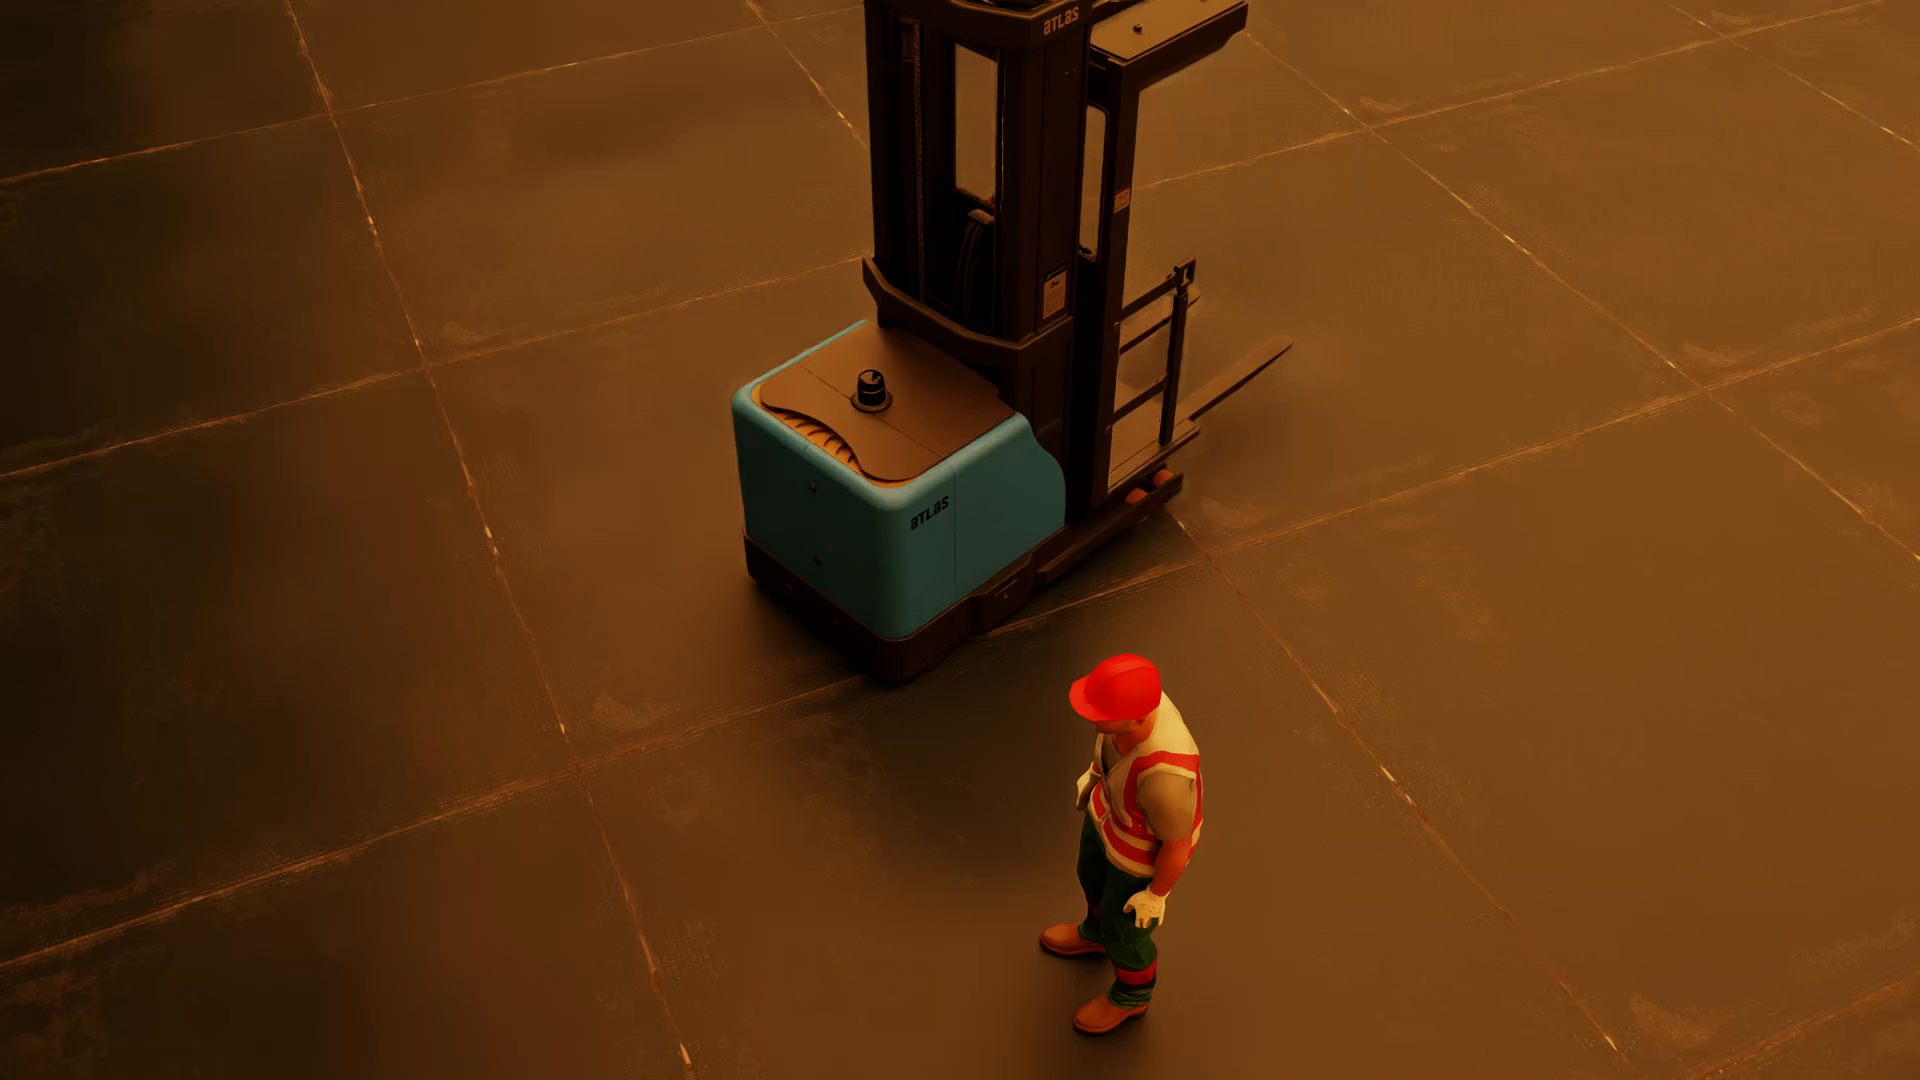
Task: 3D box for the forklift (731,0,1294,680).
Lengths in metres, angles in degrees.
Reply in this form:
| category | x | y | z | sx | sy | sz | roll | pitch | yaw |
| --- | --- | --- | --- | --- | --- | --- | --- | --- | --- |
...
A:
| category | x | y | z | sx | sy | sz | roll | pitch | yaw |
| --- | --- | --- | --- | --- | --- | --- | --- | --- | --- |
| forklift | 0.425 | -1.375 | 7.154 | 1.130 | 2.935 | 3.031 | 34 | 53 | 31 |

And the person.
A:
| category | x | y | z | sx | sy | sz | roll | pitch | yaw |
| --- | --- | --- | --- | --- | --- | --- | --- | --- | --- |
| person | 0.535 | 0.980 | 5.479 | 0.455 | 1.777 | 0.609 | -11 | 44 | -12 |
